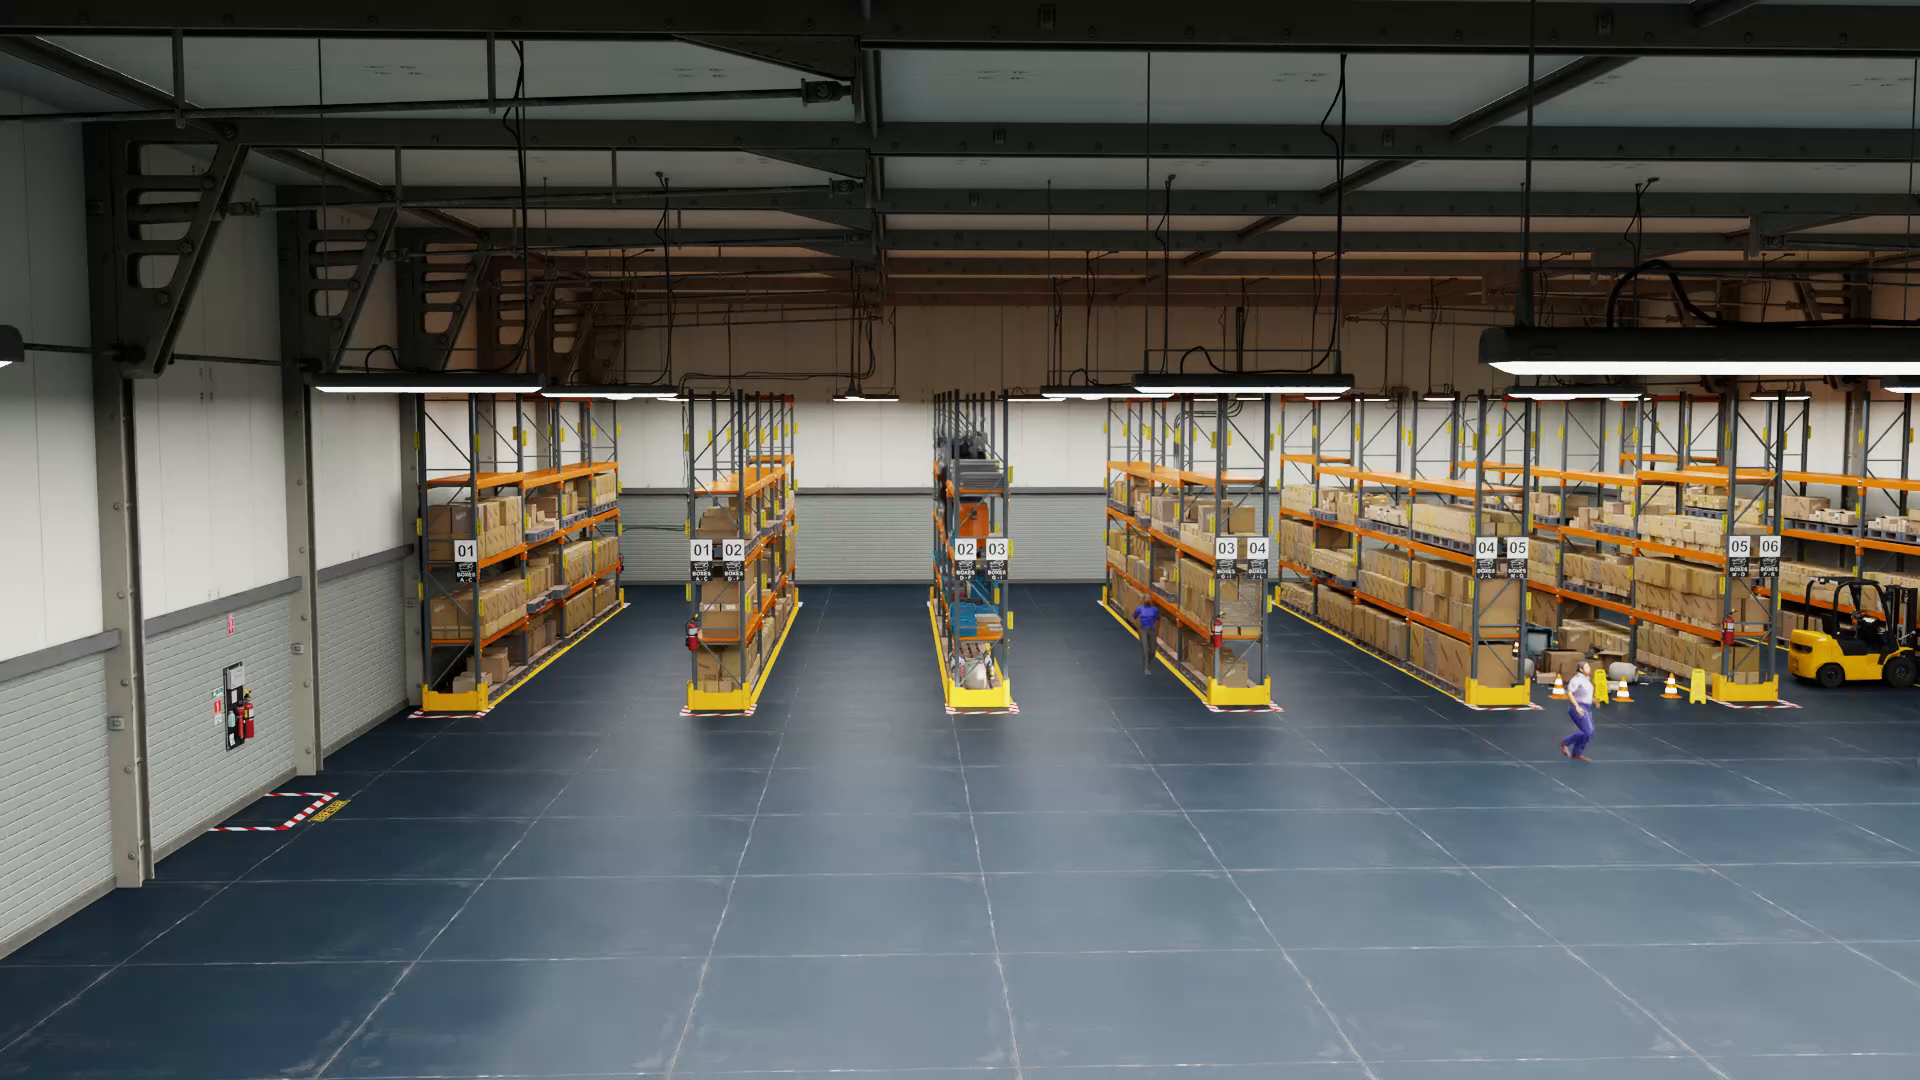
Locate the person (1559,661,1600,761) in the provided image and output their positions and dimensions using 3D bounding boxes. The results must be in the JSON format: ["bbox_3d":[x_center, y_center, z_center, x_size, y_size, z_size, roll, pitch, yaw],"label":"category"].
[{"bbox_3d":[9.988,2.753,26.800,0.549,1.596,0.621,3,6,35],"label":"person"}]

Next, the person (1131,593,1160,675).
[{"bbox_3d":[3.767,1.893,33.588,0.580,1.605,0.639,0,5,-6],"label":"person"}]
